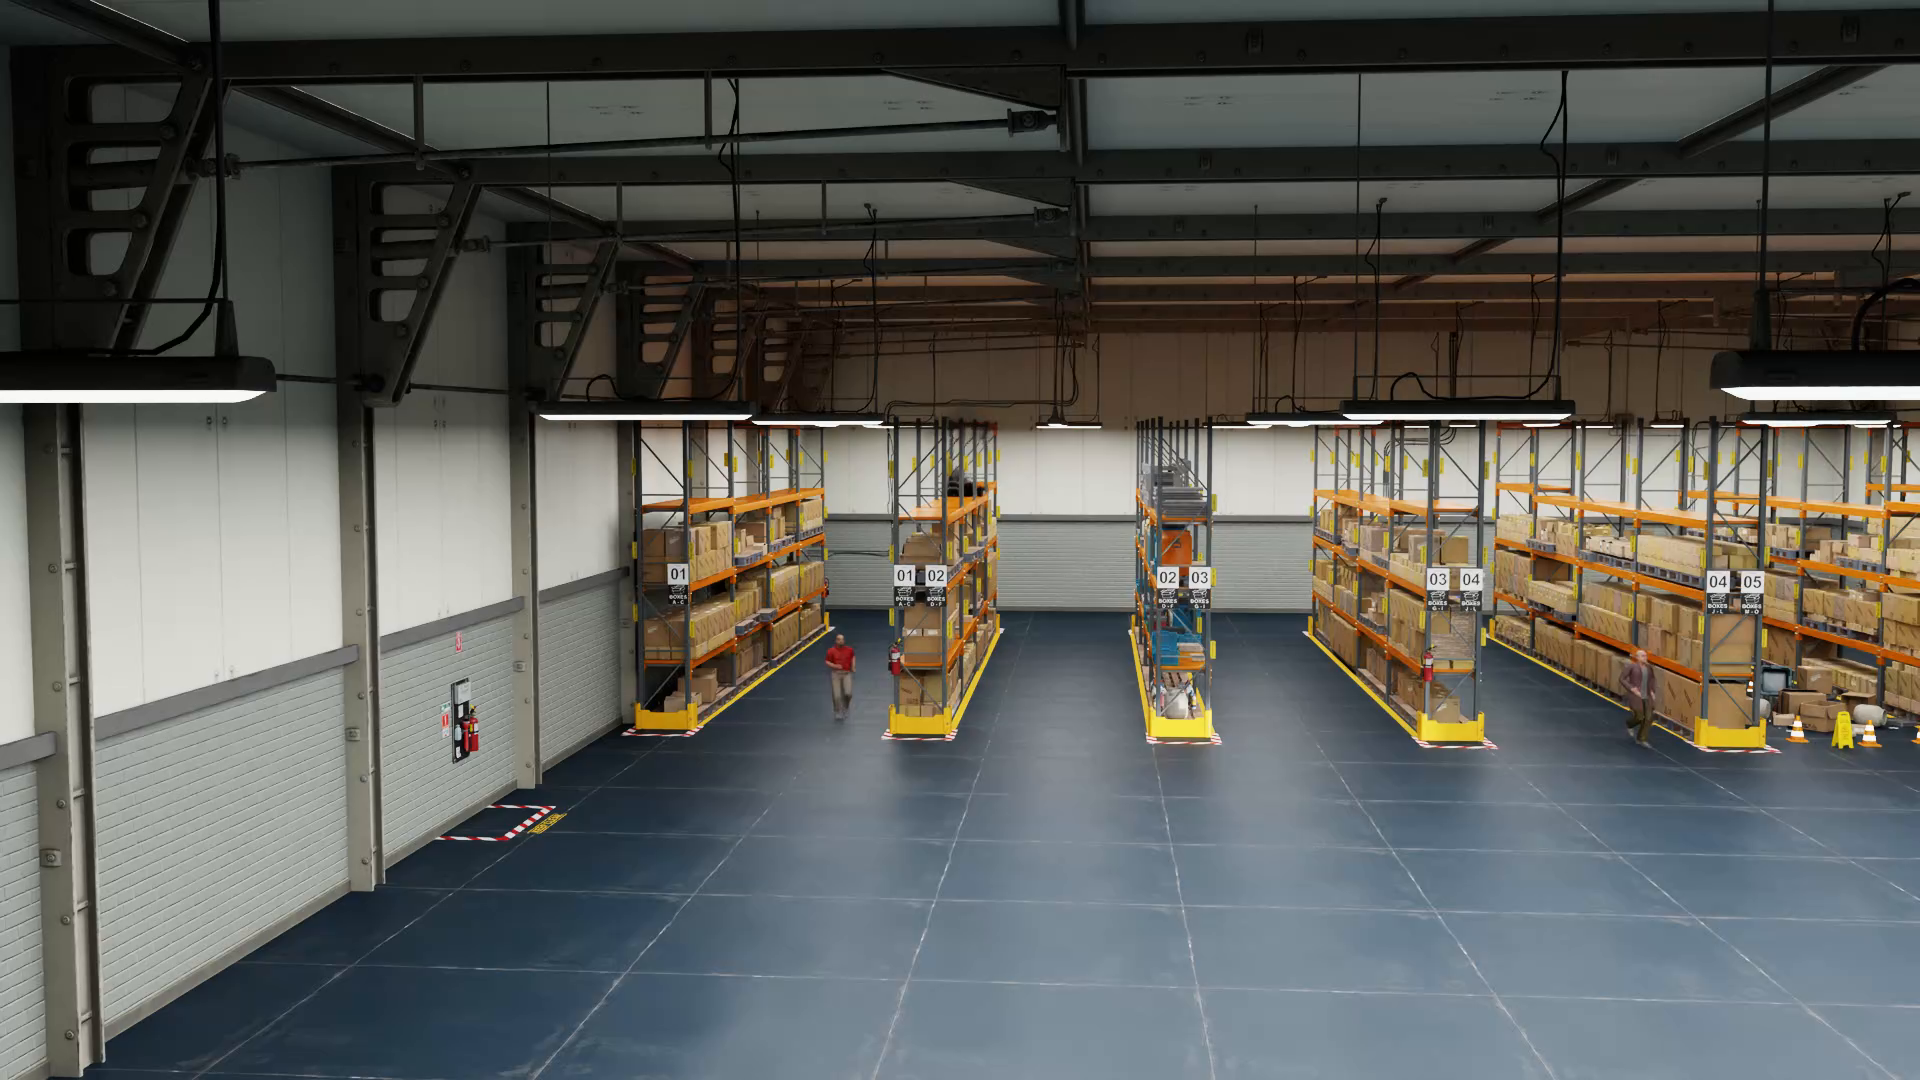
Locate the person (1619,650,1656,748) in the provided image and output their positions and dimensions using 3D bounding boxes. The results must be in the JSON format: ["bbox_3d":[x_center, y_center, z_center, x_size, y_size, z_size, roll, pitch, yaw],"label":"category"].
[{"bbox_3d":[12.406,2.883,30.401,0.748,1.765,0.707,-1,4,-9],"label":"person"}]

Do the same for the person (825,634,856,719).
[{"bbox_3d":[-2.342,2.715,32.940,0.646,1.697,0.655,-1,4,-13],"label":"person"}]

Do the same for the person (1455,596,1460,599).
[{"bbox_3d":[13.858,1.799,46.664,0.873,1.754,0.699,-2,4,-30],"label":"person"}]
